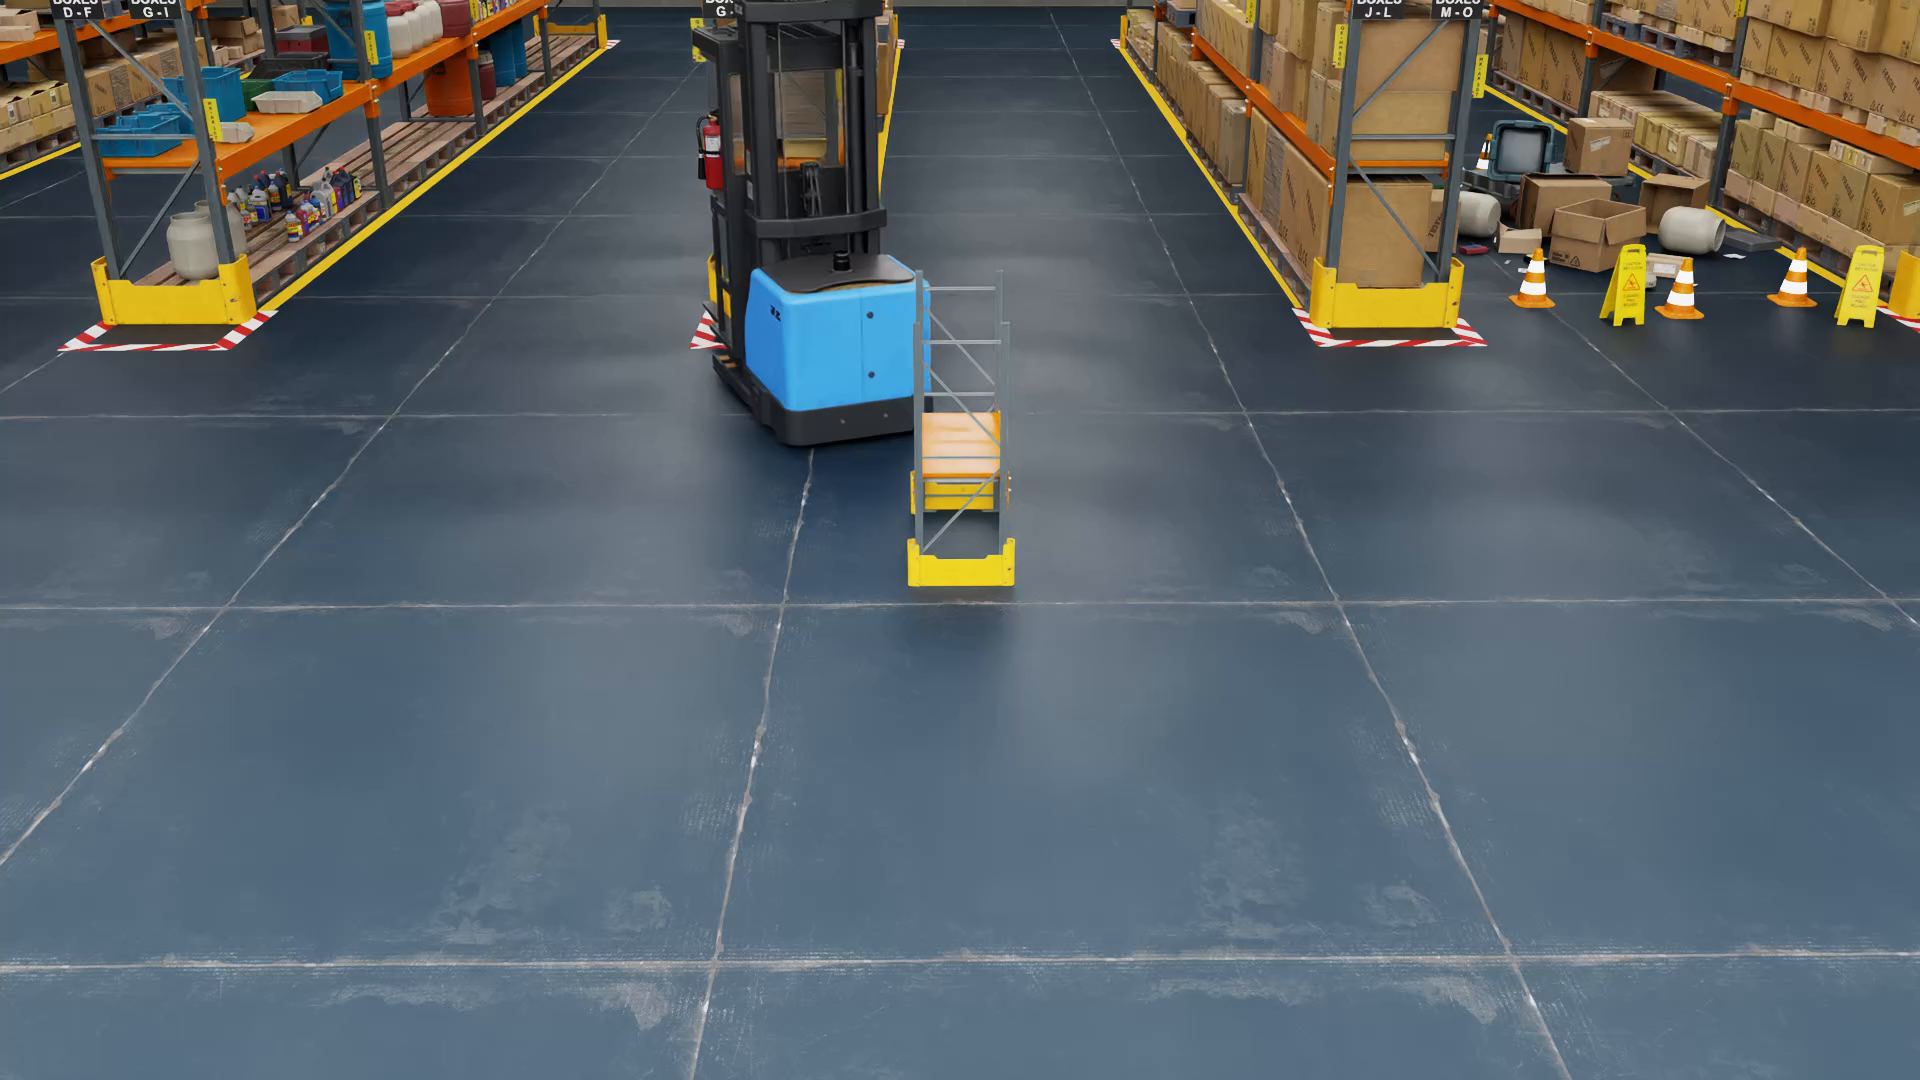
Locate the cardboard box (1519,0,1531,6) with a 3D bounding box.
[{"bbox_3d":[8.043,-7.513,22.904,0.500,0.250,0.500,0,24,-1],"label":"cardboard box"}]

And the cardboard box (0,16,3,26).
[{"bbox_3d":[-11.650,-6.043,19.579,0.500,0.311,0.500,-1,24,-1],"label":"cardboard box"}]

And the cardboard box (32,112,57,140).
[{"bbox_3d":[-11.207,-4.963,19.911,0.500,0.250,0.500,-1,24,-1],"label":"cardboard box"}]

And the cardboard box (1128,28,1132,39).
[{"bbox_3d":[2.999,-8.448,27.739,0.380,0.149,0.250,0,24,1],"label":"cardboard box"}]

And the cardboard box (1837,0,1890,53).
[{"bbox_3d":[8.106,-4.508,14.382,0.700,0.500,0.500,-1,24,-1],"label":"cardboard box"}]

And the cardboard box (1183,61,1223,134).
[{"bbox_3d":[3.317,-5.391,20.251,1.050,0.750,0.750,-1,24,-1],"label":"cardboard box"}]

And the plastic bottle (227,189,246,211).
[{"bbox_3d":[-6.867,-3.155,15.766,0.144,0.351,0.185,1,24,2],"label":"plastic bottle"}]

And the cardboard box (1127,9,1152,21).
[{"bbox_3d":[2.979,-8.719,27.616,0.380,0.149,0.250,-1,24,-3],"label":"cardboard box"}]

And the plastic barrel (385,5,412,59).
[{"bbox_3d":[-6.268,-5.585,18.293,0.433,0.535,0.433,0,24,0],"label":"plastic barrel"}]

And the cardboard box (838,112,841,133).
[{"bbox_3d":[-1.228,-3.615,14.409,0.380,0.149,0.250,0,24,-1],"label":"cardboard box"}]

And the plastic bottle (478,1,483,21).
[{"bbox_3d":[-6.199,-6.787,21.268,0.152,0.276,0.135,0,24,-1],"label":"plastic bottle"}]

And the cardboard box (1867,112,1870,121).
[{"bbox_3d":[8.228,-3.704,14.605,0.380,0.149,0.250,0,24,0],"label":"cardboard box"}]

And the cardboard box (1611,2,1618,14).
[{"bbox_3d":[8.167,-6.482,20.238,0.380,0.149,0.250,-2,24,-4],"label":"cardboard box"}]

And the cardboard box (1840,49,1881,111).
[{"bbox_3d":[8.152,-4.060,14.604,0.500,0.500,0.500,0,24,-1],"label":"cardboard box"}]

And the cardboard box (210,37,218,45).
[{"bbox_3d":[-11.808,-7.619,25.685,0.500,0.311,0.500,0,24,-1],"label":"cardboard box"}]

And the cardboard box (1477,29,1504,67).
[{"bbox_3d":[8.406,-7.472,25.230,0.875,0.438,0.875,-1,24,-1],"label":"cardboard box"}]

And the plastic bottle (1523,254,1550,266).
[{"bbox_3d":[5.329,-2.605,15.436,0.133,0.061,0.283,-9,26,-19],"label":"plastic bottle"}]

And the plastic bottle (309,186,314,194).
[{"bbox_3d":[-6.271,-3.301,16.170,0.061,0.283,0.133,0,24,-1],"label":"plastic bottle"}]

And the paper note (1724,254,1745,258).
[{"bbox_3d":[7.281,-2.673,15.623,0.142,0.019,0.148,-9,26,-19],"label":"paper note"}]

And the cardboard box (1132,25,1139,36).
[{"bbox_3d":[2.994,-8.264,26.971,0.380,0.149,0.250,0,24,1],"label":"cardboard box"}]

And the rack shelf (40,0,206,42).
[{"bbox_3d":[-11.488,-6.949,22.348,1.077,0.370,4.000,0,24,-1],"label":"rack shelf"}]

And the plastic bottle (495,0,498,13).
[{"bbox_3d":[-6.181,-7.118,22.005,0.097,0.271,0.097,0,24,0],"label":"plastic bottle"}]

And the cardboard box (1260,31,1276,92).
[{"bbox_3d":[3.460,-4.744,16.418,0.875,0.550,0.550,0,24,-1],"label":"cardboard box"}]

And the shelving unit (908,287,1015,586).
[{"bbox_3d":[0.001,-0.652,9.371,0.587,1.500,1.083,0,24,-1],"label":"shelving unit"}]

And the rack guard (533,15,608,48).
[{"bbox_3d":[-6.613,-8.641,28.249,1.175,0.500,0.348,0,24,-1],"label":"rack guard"}]

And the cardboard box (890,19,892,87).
[{"bbox_3d":[-1.566,-6.735,23.071,1.225,0.875,0.875,-1,24,-2],"label":"cardboard box"}]

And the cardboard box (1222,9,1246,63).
[{"bbox_3d":[3.160,-5.504,18.158,0.500,0.500,0.500,0,24,0],"label":"cardboard box"}]

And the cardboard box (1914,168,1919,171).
[{"bbox_3d":[8.693,-3.083,14.843,0.500,0.500,0.500,-1,24,-3],"label":"cardboard box"}]

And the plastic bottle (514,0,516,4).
[{"bbox_3d":[-6.219,-7.546,22.945,0.152,0.276,0.135,0,24,-1],"label":"plastic bottle"}]

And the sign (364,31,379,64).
[{"bbox_3d":[-5.919,-4.949,16.717,0.100,0.325,0.005,0,24,-1],"label":"sign"}]

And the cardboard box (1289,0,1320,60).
[{"bbox_3d":[3.418,-4.569,14.719,0.875,0.550,0.500,0,24,-1],"label":"cardboard box"}]

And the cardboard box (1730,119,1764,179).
[{"bbox_3d":[8.129,-3.928,16.712,0.500,0.500,0.500,1,24,2],"label":"cardboard box"}]

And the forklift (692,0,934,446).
[{"bbox_3d":[-1.201,-2.534,11.797,1.130,2.935,3.031,-9,26,-20],"label":"forklift"}]

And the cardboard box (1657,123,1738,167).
[{"bbox_3d":[8.373,-4.398,18.514,0.950,0.372,0.625,1,24,3],"label":"cardboard box"}]

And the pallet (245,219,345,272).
[{"bbox_3d":[-6.487,-2.774,15.627,1.003,0.211,1.213,0,24,-1],"label":"pallet"}]

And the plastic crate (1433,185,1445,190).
[{"bbox_3d":[4.756,-3.507,17.207,0.450,0.188,0.662,3,22,31],"label":"plastic crate"}]

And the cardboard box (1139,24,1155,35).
[{"bbox_3d":[3.005,-7.971,25.961,0.380,0.149,0.250,-1,24,-2],"label":"cardboard box"}]

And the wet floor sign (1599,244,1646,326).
[{"bbox_3d":[5.468,-2.104,13.619,0.267,0.644,0.232,-4,25,-10],"label":"wet floor sign"}]

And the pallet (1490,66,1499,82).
[{"bbox_3d":[8.376,-7.232,25.483,1.003,0.211,1.213,0,24,-1],"label":"pallet"}]

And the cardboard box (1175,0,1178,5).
[{"bbox_3d":[2.935,-6.857,21.066,0.380,0.149,0.250,0,24,-1],"label":"cardboard box"}]

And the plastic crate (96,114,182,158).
[{"bbox_3d":[-6.730,-3.314,13.618,0.499,0.251,0.616,0,24,-1],"label":"plastic crate"}]

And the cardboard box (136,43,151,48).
[{"bbox_3d":[-11.731,-6.742,23.517,0.500,0.500,0.500,0,24,0],"label":"cardboard box"}]

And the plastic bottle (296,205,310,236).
[{"bbox_3d":[-6.118,-2.982,15.465,0.061,0.283,0.133,0,24,0],"label":"plastic bottle"}]

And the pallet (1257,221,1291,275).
[{"bbox_3d":[3.391,-2.740,15.552,1.003,0.211,1.213,0,24,-1],"label":"pallet"}]

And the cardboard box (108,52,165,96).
[{"bbox_3d":[-11.208,-6.341,22.629,0.500,0.500,0.500,-1,24,-2],"label":"cardboard box"}]

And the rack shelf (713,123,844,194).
[{"bbox_3d":[-1.495,-3.696,15.154,1.077,0.370,4.000,0,24,-1],"label":"rack shelf"}]

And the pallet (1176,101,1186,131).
[{"bbox_3d":[3.394,-5.528,21.716,1.003,0.211,1.213,0,24,-1],"label":"pallet"}]

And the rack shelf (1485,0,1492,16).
[{"bbox_3d":[8.284,-8.685,26.186,1.077,0.370,4.000,0,24,-1],"label":"rack shelf"}]

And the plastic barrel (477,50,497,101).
[{"bbox_3d":[-6.547,-6.233,22.308,0.600,0.588,0.708,0,24,-1],"label":"plastic barrel"}]

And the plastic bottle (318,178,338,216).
[{"bbox_3d":[-6.168,-3.342,16.181,0.144,0.351,0.185,0,24,-1],"label":"plastic bottle"}]

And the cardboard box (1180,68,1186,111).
[{"bbox_3d":[3.132,-5.799,21.455,0.500,0.500,0.500,0,24,-1],"label":"cardboard box"}]

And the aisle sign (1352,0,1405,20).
[{"bbox_3d":[3.189,-4.334,12.537,0.394,0.787,0.004,0,24,-1],"label":"aisle sign"}]

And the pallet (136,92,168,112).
[{"bbox_3d":[-11.447,-5.991,22.741,1.003,0.211,1.213,0,24,-1],"label":"pallet"}]

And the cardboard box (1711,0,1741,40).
[{"bbox_3d":[8.158,-5.454,17.177,0.500,0.500,0.500,-1,24,-2],"label":"cardboard box"}]

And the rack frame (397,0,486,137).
[{"bbox_3d":[-6.513,-6.473,20.423,1.000,3.000,0.127,0,24,-1],"label":"rack frame"}]

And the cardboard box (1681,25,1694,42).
[{"bbox_3d":[8.081,-5.499,18.065,0.380,0.149,0.250,0,24,0],"label":"cardboard box"}]

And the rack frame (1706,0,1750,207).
[{"bbox_3d":[8.393,-4.892,16.926,1.000,3.000,0.127,0,24,-1],"label":"rack frame"}]
